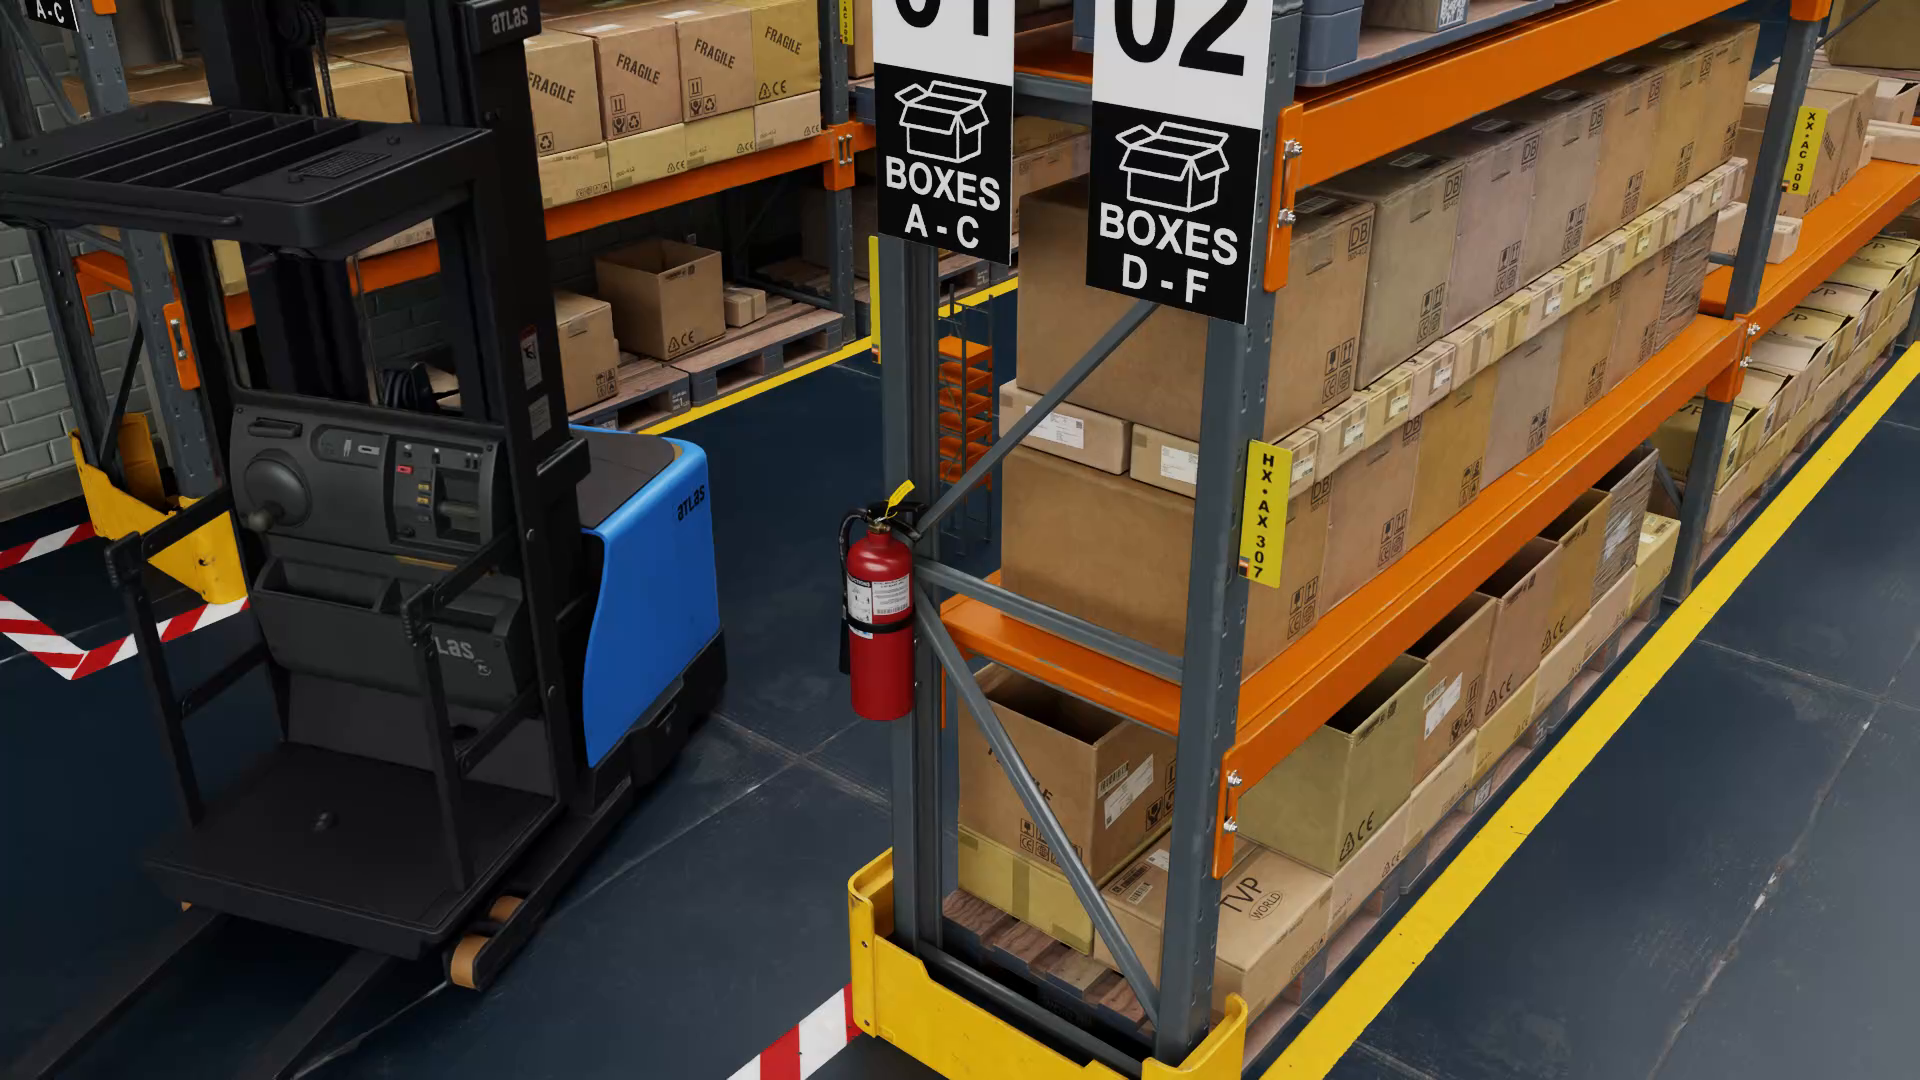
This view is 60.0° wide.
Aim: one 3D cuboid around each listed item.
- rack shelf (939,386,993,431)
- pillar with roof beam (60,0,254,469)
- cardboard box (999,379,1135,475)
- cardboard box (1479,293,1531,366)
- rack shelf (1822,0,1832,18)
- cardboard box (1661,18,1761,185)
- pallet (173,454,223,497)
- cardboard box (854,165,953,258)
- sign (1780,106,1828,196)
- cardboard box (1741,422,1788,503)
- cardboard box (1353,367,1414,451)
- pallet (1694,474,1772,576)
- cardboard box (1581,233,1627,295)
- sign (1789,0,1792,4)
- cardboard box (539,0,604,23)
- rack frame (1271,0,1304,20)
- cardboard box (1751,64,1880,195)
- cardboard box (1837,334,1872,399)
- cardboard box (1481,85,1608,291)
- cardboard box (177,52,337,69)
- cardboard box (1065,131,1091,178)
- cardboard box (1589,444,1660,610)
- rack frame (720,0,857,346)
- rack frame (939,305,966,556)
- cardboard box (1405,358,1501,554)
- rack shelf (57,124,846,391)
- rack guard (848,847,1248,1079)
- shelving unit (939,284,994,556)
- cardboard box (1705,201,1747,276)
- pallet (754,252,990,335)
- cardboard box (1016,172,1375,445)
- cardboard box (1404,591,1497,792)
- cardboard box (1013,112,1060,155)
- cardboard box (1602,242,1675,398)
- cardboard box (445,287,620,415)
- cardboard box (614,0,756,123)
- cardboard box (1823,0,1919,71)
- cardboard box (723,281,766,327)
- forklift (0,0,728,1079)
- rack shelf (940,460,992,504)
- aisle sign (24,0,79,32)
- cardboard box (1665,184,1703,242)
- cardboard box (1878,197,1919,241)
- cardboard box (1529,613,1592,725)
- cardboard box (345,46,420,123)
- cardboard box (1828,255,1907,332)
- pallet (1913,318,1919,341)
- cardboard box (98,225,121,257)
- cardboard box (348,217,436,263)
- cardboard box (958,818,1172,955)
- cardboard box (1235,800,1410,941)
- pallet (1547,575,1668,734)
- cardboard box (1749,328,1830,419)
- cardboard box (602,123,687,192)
[{"bbox_3d":[-0.009,-0.595,7.430,0.258,0.103,0.180,21,34,34],"label":"rack shelf"},{"bbox_3d":[-0.497,-3.152,4.050,9.100,9.000,0.400,21,34,34],"label":"pillar with roof beam"},{"bbox_3d":[0.324,-0.322,4.293,0.380,0.149,0.250,20,33,34],"label":"cardboard box"},{"bbox_3d":[1.461,-0.664,4.955,0.380,0.149,0.250,20,34,34],"label":"cardboard box"},{"bbox_3d":[4.044,-2.938,7.684,1.077,0.370,4.000,21,34,34],"label":"rack shelf"},{"bbox_3d":[2.495,-1.678,6.208,0.700,0.500,0.500,21,34,35],"label":"cardboard box"},{"bbox_3d":[-3.004,-0.311,8.121,1.003,0.211,1.213,21,34,34],"label":"pallet"},{"bbox_3d":[-0.307,-2.212,11.003,0.700,0.500,0.500,20,33,33],"label":"cardboard box"},{"bbox_3d":[3.201,-1.475,6.307,0.100,0.325,0.005,21,34,34],"label":"sign"},{"bbox_3d":[3.546,-0.433,7.858,0.500,0.250,0.500,22,34,36],"label":"cardboard box"},{"bbox_3d":[0.969,-0.390,4.424,0.380,0.149,0.250,21,34,35],"label":"cardboard box"},{"bbox_3d":[3.211,-0.251,8.005,1.003,0.211,1.213,21,34,34],"label":"pallet"},{"bbox_3d":[1.956,-0.940,5.488,0.380,0.149,0.250,22,34,36],"label":"cardboard box"},{"bbox_3d":[4.892,-3.269,9.631,0.100,0.325,0.005,21,34,34],"label":"sign"},{"bbox_3d":[-2.166,-2.475,8.596,0.500,0.500,0.500,22,34,36],"label":"cardboard box"},{"bbox_3d":[0.228,-2.463,2.717,1.000,3.000,0.127,21,34,34],"label":"rack frame"},{"bbox_3d":[4.262,-2.079,8.396,0.500,0.500,0.500,19,33,32],"label":"cardboard box"},{"bbox_3d":[4.523,-0.981,8.917,0.500,0.250,0.500,22,34,36],"label":"cardboard box"},{"bbox_3d":[1.537,-1.144,5.176,0.700,0.500,0.500,21,34,34],"label":"cardboard box"},{"bbox_3d":[-3.133,-1.925,7.532,0.500,0.500,0.500,21,34,35],"label":"cardboard box"},{"bbox_3d":[0.657,-2.747,12.038,0.700,0.500,0.500,21,34,34],"label":"cardboard box"},{"bbox_3d":[2.319,-0.113,6.423,0.500,0.500,0.500,21,34,34],"label":"cardboard box"},{"bbox_3d":[-1.053,-2.663,9.633,1.000,3.000,0.127,21,34,34],"label":"rack frame"},{"bbox_3d":[-0.067,-0.495,7.402,0.240,1.200,0.006,21,34,34],"label":"rack frame"},{"bbox_3d":[1.185,-0.367,5.085,0.700,0.500,0.500,21,34,35],"label":"cardboard box"},{"bbox_3d":[-2.325,-1.634,8.428,1.077,0.370,4.000,21,34,34],"label":"rack shelf"},{"bbox_3d":[0.213,1.320,4.654,1.175,0.500,0.348,21,34,34],"label":"rack guard"},{"bbox_3d":[-0.009,-0.528,7.464,0.258,1.200,0.189,21,34,34],"label":"shelving unit"},{"bbox_3d":[3.052,-1.337,7.234,0.500,0.250,0.500,23,35,37],"label":"cardboard box"},{"bbox_3d":[-0.558,-1.701,10.808,1.003,0.211,1.213,21,34,34],"label":"pallet"},{"bbox_3d":[0.568,-0.600,4.124,0.700,0.500,0.500,21,34,35],"label":"cardboard box"},{"bbox_3d":[1.365,0.419,5.394,0.500,0.500,0.500,21,34,34],"label":"cardboard box"},{"bbox_3d":[0.340,-2.861,11.442,0.500,0.250,0.500,21,34,34],"label":"cardboard box"},{"bbox_3d":[2.164,-0.913,6.141,0.700,0.500,0.500,20,34,34],"label":"cardboard box"},{"bbox_3d":[-2.219,-0.997,8.654,0.700,0.500,0.500,18,33,31],"label":"cardboard box"},{"bbox_3d":[-1.428,-2.502,8.647,0.500,0.500,0.500,21,34,34],"label":"cardboard box"},{"bbox_3d":[5.630,-3.122,9.954,0.700,0.500,0.500,10,29,18],"label":"cardboard box"},{"bbox_3d":[-1.370,-1.402,9.799,0.380,0.166,0.250,16,31,28],"label":"cardboard box"},{"bbox_3d":[-1.862,-0.136,4.823,1.130,2.935,3.031,9,29,16],"label":"forklift"},{"bbox_3d":[-0.009,-0.275,7.595,0.258,0.103,0.180,21,34,34],"label":"rack shelf"},{"bbox_3d":[-3.411,-2.286,6.076,0.394,0.787,0.004,21,34,34],"label":"aisle sign"},{"bbox_3d":[2.441,-1.209,6.008,0.380,0.149,0.250,20,33,33],"label":"cardboard box"},{"bbox_3d":[5.827,-1.798,10.202,0.500,0.500,0.500,22,35,36],"label":"cardboard box"},{"bbox_3d":[2.014,0.402,6.243,0.500,0.250,0.500,21,34,34],"label":"cardboard box"},{"bbox_3d":[-2.406,-1.955,7.590,0.500,0.500,0.500,19,33,33],"label":"cardboard box"},{"bbox_3d":[4.848,-1.405,9.127,0.500,0.311,0.500,20,34,34],"label":"cardboard box"},{"bbox_3d":[5.821,-1.650,10.710,1.003,0.211,1.213,21,34,34],"label":"pallet"},{"bbox_3d":[-3.449,-1.409,7.351,0.500,0.250,0.500,21,34,35],"label":"cardboard box"},{"bbox_3d":[-2.722,-1.456,7.441,0.500,0.250,0.500,20,33,33],"label":"cardboard box"},{"bbox_3d":[0.341,0.960,5.165,0.500,0.250,0.500,21,34,34],"label":"cardboard box"},{"bbox_3d":[1.056,0.933,5.218,0.500,0.250,0.500,21,34,34],"label":"cardboard box"},{"bbox_3d":[2.234,0.292,6.956,1.003,0.211,1.213,21,34,34],"label":"pallet"},{"bbox_3d":[3.878,-0.864,8.082,0.500,0.311,0.500,19,33,33],"label":"cardboard box"},{"bbox_3d":[-1.751,-1.992,8.477,0.500,0.250,0.500,21,34,34],"label":"cardboard box"}]
